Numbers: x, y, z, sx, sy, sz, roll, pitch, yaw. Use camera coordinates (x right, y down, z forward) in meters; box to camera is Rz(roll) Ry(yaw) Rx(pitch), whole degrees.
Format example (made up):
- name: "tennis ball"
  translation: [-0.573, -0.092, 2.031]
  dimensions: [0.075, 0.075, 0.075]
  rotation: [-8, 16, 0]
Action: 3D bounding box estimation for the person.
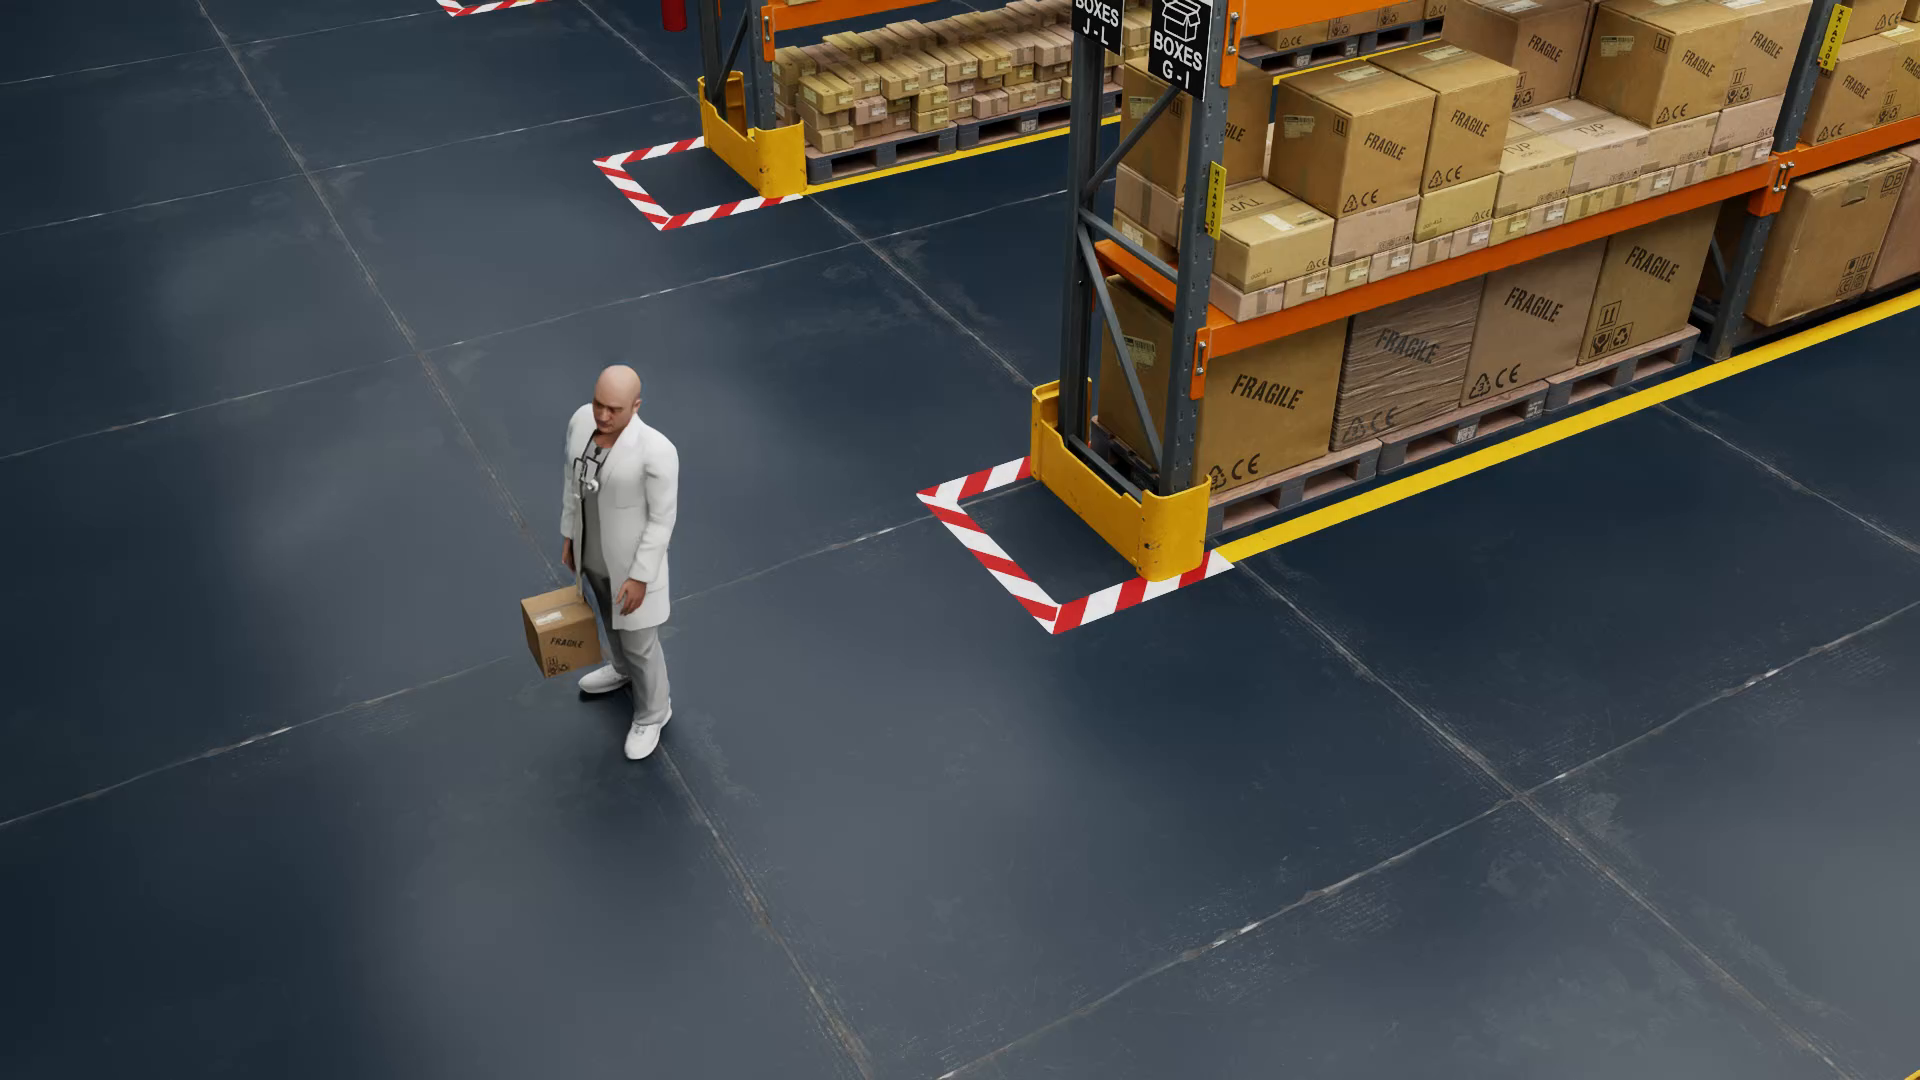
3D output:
- name: "person"
  translation: [-1.431, 0.056, 6.869]
  dimensions: [0.650, 1.773, 0.507]
  rotation: [24, 43, 29]
